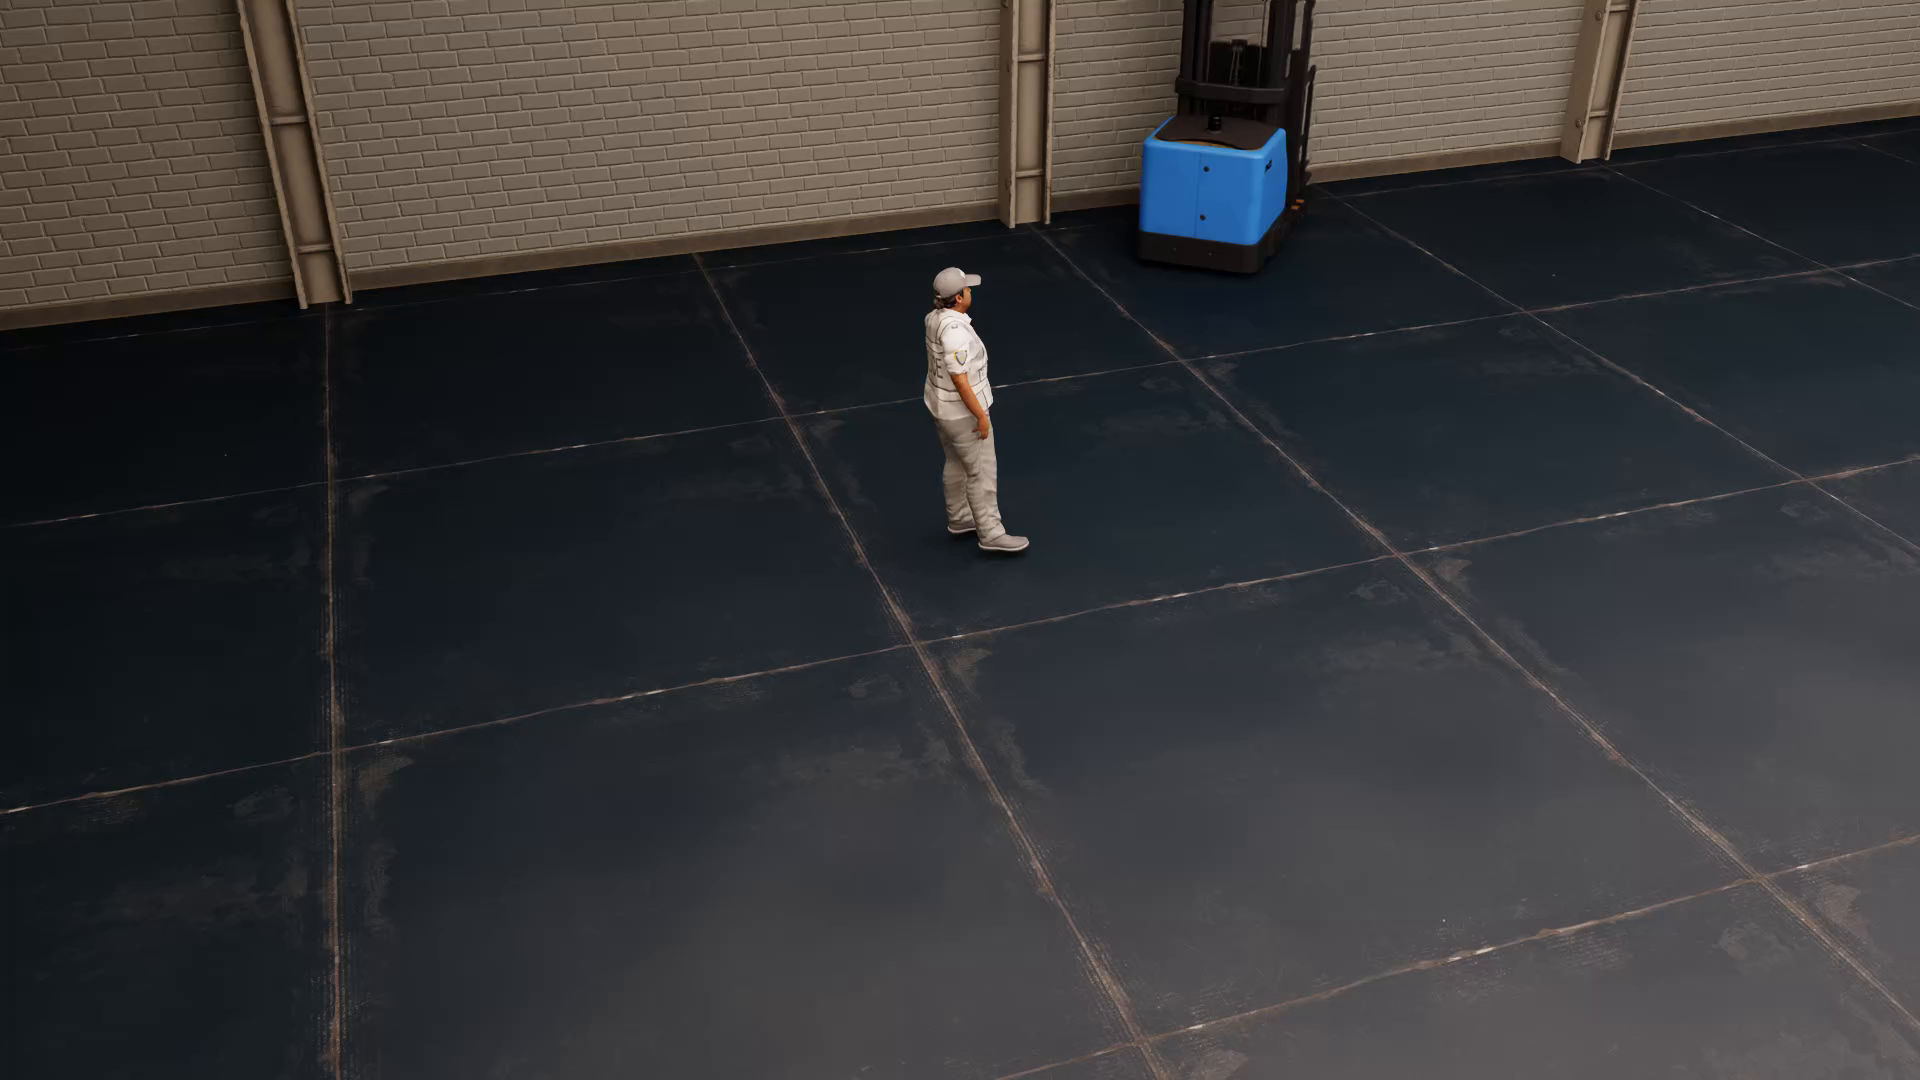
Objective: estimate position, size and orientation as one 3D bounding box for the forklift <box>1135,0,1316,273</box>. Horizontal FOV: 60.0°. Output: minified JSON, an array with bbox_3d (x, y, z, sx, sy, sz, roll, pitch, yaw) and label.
[{"bbox_3d":[2.515,-4.185,14.361,1.130,2.935,3.031,12,32,19],"label":"forklift"}]

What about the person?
[{"bbox_3d":[0.080,-0.765,9.589,0.528,1.669,0.598,-10,31,-16],"label":"person"}]
